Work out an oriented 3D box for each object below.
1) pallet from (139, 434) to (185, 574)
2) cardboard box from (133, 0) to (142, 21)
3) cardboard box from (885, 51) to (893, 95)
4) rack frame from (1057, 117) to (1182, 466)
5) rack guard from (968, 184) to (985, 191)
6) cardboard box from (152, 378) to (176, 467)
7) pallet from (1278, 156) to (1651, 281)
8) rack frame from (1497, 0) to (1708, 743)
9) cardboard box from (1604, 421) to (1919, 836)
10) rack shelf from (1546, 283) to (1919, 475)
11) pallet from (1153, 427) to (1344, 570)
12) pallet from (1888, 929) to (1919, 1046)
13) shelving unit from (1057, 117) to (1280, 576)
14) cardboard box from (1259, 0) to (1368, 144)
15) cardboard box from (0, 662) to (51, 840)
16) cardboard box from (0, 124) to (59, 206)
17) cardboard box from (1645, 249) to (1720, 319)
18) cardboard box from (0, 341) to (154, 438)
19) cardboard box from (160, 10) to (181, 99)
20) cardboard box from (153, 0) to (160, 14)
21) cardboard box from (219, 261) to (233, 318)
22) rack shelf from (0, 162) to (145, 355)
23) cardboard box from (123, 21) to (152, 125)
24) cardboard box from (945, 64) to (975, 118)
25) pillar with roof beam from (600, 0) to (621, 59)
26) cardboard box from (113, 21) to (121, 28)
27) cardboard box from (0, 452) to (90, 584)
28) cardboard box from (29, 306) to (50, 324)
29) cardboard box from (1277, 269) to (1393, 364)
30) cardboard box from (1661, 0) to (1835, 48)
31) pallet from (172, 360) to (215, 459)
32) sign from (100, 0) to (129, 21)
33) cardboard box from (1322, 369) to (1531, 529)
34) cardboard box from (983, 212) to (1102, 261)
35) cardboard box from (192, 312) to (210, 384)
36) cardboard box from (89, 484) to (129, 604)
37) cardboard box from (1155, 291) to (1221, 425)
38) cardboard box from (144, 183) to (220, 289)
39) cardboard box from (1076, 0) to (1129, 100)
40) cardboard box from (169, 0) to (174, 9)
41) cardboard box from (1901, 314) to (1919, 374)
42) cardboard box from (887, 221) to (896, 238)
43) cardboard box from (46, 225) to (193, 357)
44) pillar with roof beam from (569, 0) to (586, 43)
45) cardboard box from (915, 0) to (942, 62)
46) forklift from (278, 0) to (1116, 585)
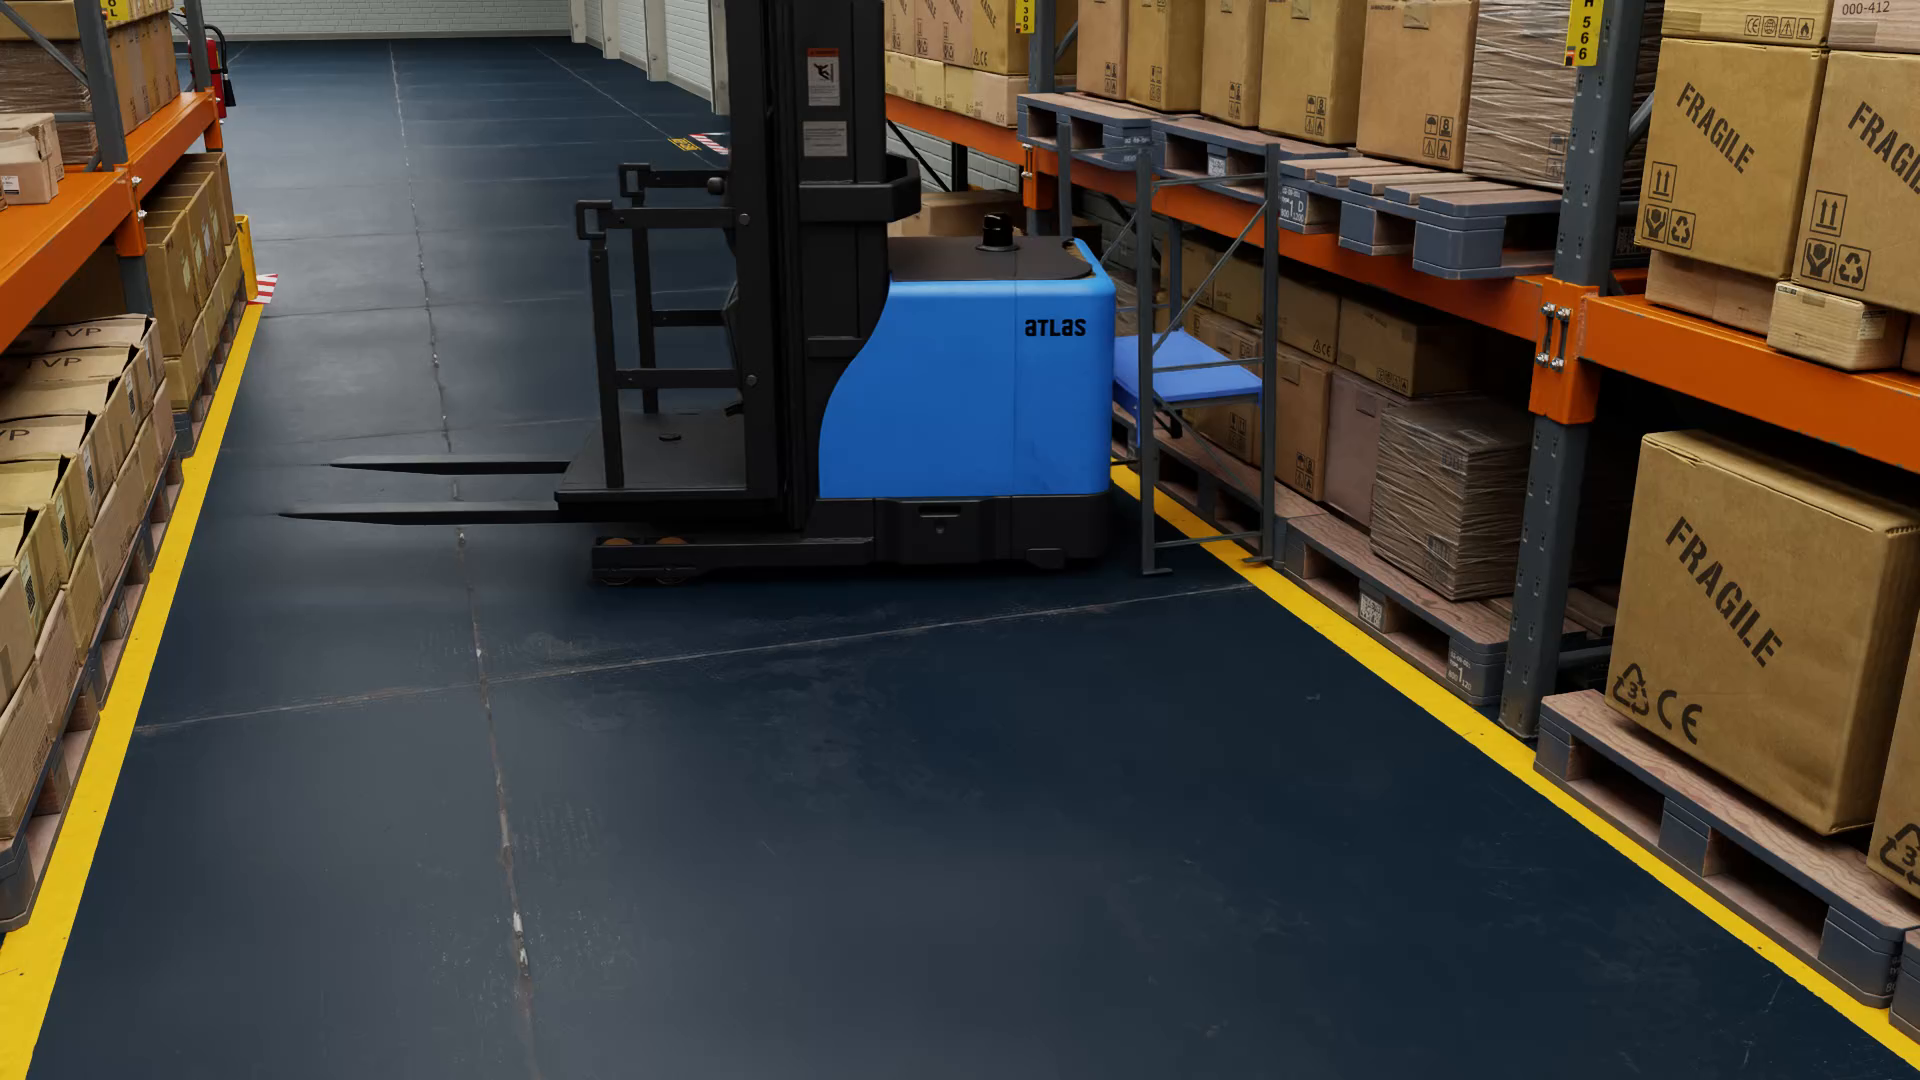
[{"bbox_3d":[-3.613,-0.112,6.417,1.003,0.211,1.213,-6,21,-17],"label":"pallet"},{"bbox_3d":[-4.348,-2.693,8.369,0.380,0.149,0.250,-7,21,-18],"label":"cardboard box"},{"bbox_3d":[-0.254,-2.887,10.210,0.500,0.250,0.500,-7,21,-18],"label":"cardboard box"},{"bbox_3d":[0.662,-0.934,6.775,0.500,1.500,0.032,-7,20,-10],"label":"rack frame"},{"bbox_3d":[-0.413,-2.267,11.990,1.175,0.500,0.348,-6,21,-17],"label":"rack guard"},{"bbox_3d":[-3.476,-0.458,6.702,0.500,0.250,0.500,-7,21,-18],"label":"cardboard box"},{"bbox_3d":[1.752,-1.028,5.125,1.213,0.211,1.003,-6,21,-17],"label":"pallet"},{"bbox_3d":[2.077,-0.901,4.487,1.000,3.000,0.127,-6,21,-17],"label":"rack frame"},{"bbox_3d":[2.184,0.163,4.084,0.750,0.750,0.750,-7,21,-18],"label":"cardboard box"},{"bbox_3d":[2.706,0.079,2.822,1.077,0.370,4.000,-6,21,-17],"label":"rack shelf"},{"bbox_3d":[1.453,-0.230,6.745,1.003,0.211,1.213,-6,21,-17],"label":"pallet"},{"bbox_3d":[2.633,1.063,3.144,1.003,0.211,1.213,-6,21,-17],"label":"pallet"},{"bbox_3d":[0.766,-0.772,6.305,0.538,1.500,1.048,-7,20,-10],"label":"shelving unit"},{"bbox_3d":[1.507,-1.702,5.920,0.700,0.500,0.500,-6,21,-17],"label":"cardboard box"},{"bbox_3d":[-2.510,0.524,3.967,0.500,0.250,0.500,-6,21,-17],"label":"cardboard box"},{"bbox_3d":[-3.431,-1.331,5.884,0.396,0.266,0.258,-7,21,-19],"label":"cardboard box"},{"bbox_3d":[1.961,-0.662,4.164,0.380,0.149,0.250,-7,21,-18],"label":"cardboard box"},{"bbox_3d":[-3.312,-0.559,6.151,0.500,0.311,0.500,-6,21,-16],"label":"cardboard box"},{"bbox_3d":[-5.004,-2.837,9.728,0.700,0.500,0.500,-6,21,-17],"label":"cardboard box"},{"bbox_3d":[-4.597,-2.944,9.067,0.380,0.149,0.250,-6,21,-16],"label":"cardboard box"},{"bbox_3d":[-4.362,-1.384,9.279,0.500,0.250,0.500,-6,21,-17],"label":"cardboard box"},{"bbox_3d":[-3.253,-0.677,4.927,1.077,0.370,4.000,-6,21,-17],"label":"rack shelf"},{"bbox_3d":[-4.515,-2.340,8.346,0.700,0.500,0.500,-6,21,-16],"label":"cardboard box"},{"bbox_3d":[0.235,-2.404,8.864,0.500,0.250,0.500,-6,21,-17],"label":"cardboard box"},{"bbox_3d":[-11.026,-13.403,30.420,9.100,9.000,0.400,-6,21,-17],"label":"pillar with roof beam"},{"bbox_3d":[-4.104,-2.444,7.676,0.380,0.149,0.250,-7,21,-19],"label":"cardboard box"},{"bbox_3d":[-2.841,-0.072,4.796,0.500,0.311,0.500,-7,21,-19],"label":"cardboard box"},{"bbox_3d":[-4.381,-1.201,7.659,0.500,0.500,0.500,-6,21,-17],"label":"cardboard box"},{"bbox_3d":[1.515,-0.864,6.322,0.500,0.250,0.500,-6,21,-17],"label":"cardboard box"},{"bbox_3d":[1.984,-1.268,3.782,0.500,0.250,0.500,-6,21,-16],"label":"cardboard box"},{"bbox_3d":[-4.092,-0.604,7.787,1.003,0.211,1.213,-6,21,-17],"label":"pallet"},{"bbox_3d":[-3.369,-2.225,6.579,0.100,0.325,0.005,-6,21,-17],"label":"sign"},{"bbox_3d":[1.750,-0.335,5.958,0.700,0.500,0.500,-6,21,-17],"label":"cardboard box"},{"bbox_3d":[0.456,-1.544,9.325,0.500,0.500,0.500,-8,21,-21],"label":"cardboard box"},{"bbox_3d":[-3.892,-0.903,7.938,0.500,0.250,0.500,-6,21,-17],"label":"cardboard box"},{"bbox_3d":[-2.999,0.032,5.337,0.500,0.250,0.500,-6,21,-16],"label":"cardboard box"},{"bbox_3d":[1.277,-0.820,7.310,0.700,0.500,0.500,-7,21,-18],"label":"cardboard box"},{"bbox_3d":[-4.203,-1.577,8.706,0.500,0.500,0.500,-6,21,-17],"label":"cardboard box"},{"bbox_3d":[0.948,-2.272,7.505,0.700,0.500,0.500,-6,21,-17],"label":"cardboard box"},{"bbox_3d":[-4.838,-3.191,9.755,0.380,0.149,0.250,-7,21,-18],"label":"cardboard box"},{"bbox_3d":[2.231,-0.418,3.485,0.380,0.149,0.250,-7,21,-18],"label":"cardboard box"},{"bbox_3d":[-0.305,-2.178,11.370,0.500,0.311,0.500,-9,22,-23],"label":"cardboard box"},{"bbox_3d":[-3.730,-1.096,7.366,0.500,0.500,0.500,-6,21,-17],"label":"cardboard box"},{"bbox_3d":[-12.912,-15.329,35.781,9.100,9.000,0.400,-6,21,-17],"label":"pillar with roof beam"},{"bbox_3d":[0.068,-2.917,9.185,0.500,0.500,0.500,-7,21,-19],"label":"cardboard box"},{"bbox_3d":[-0.975,-1.400,5.978,3.031,2.935,1.130,-1,20,-3],"label":"forklift"}]
